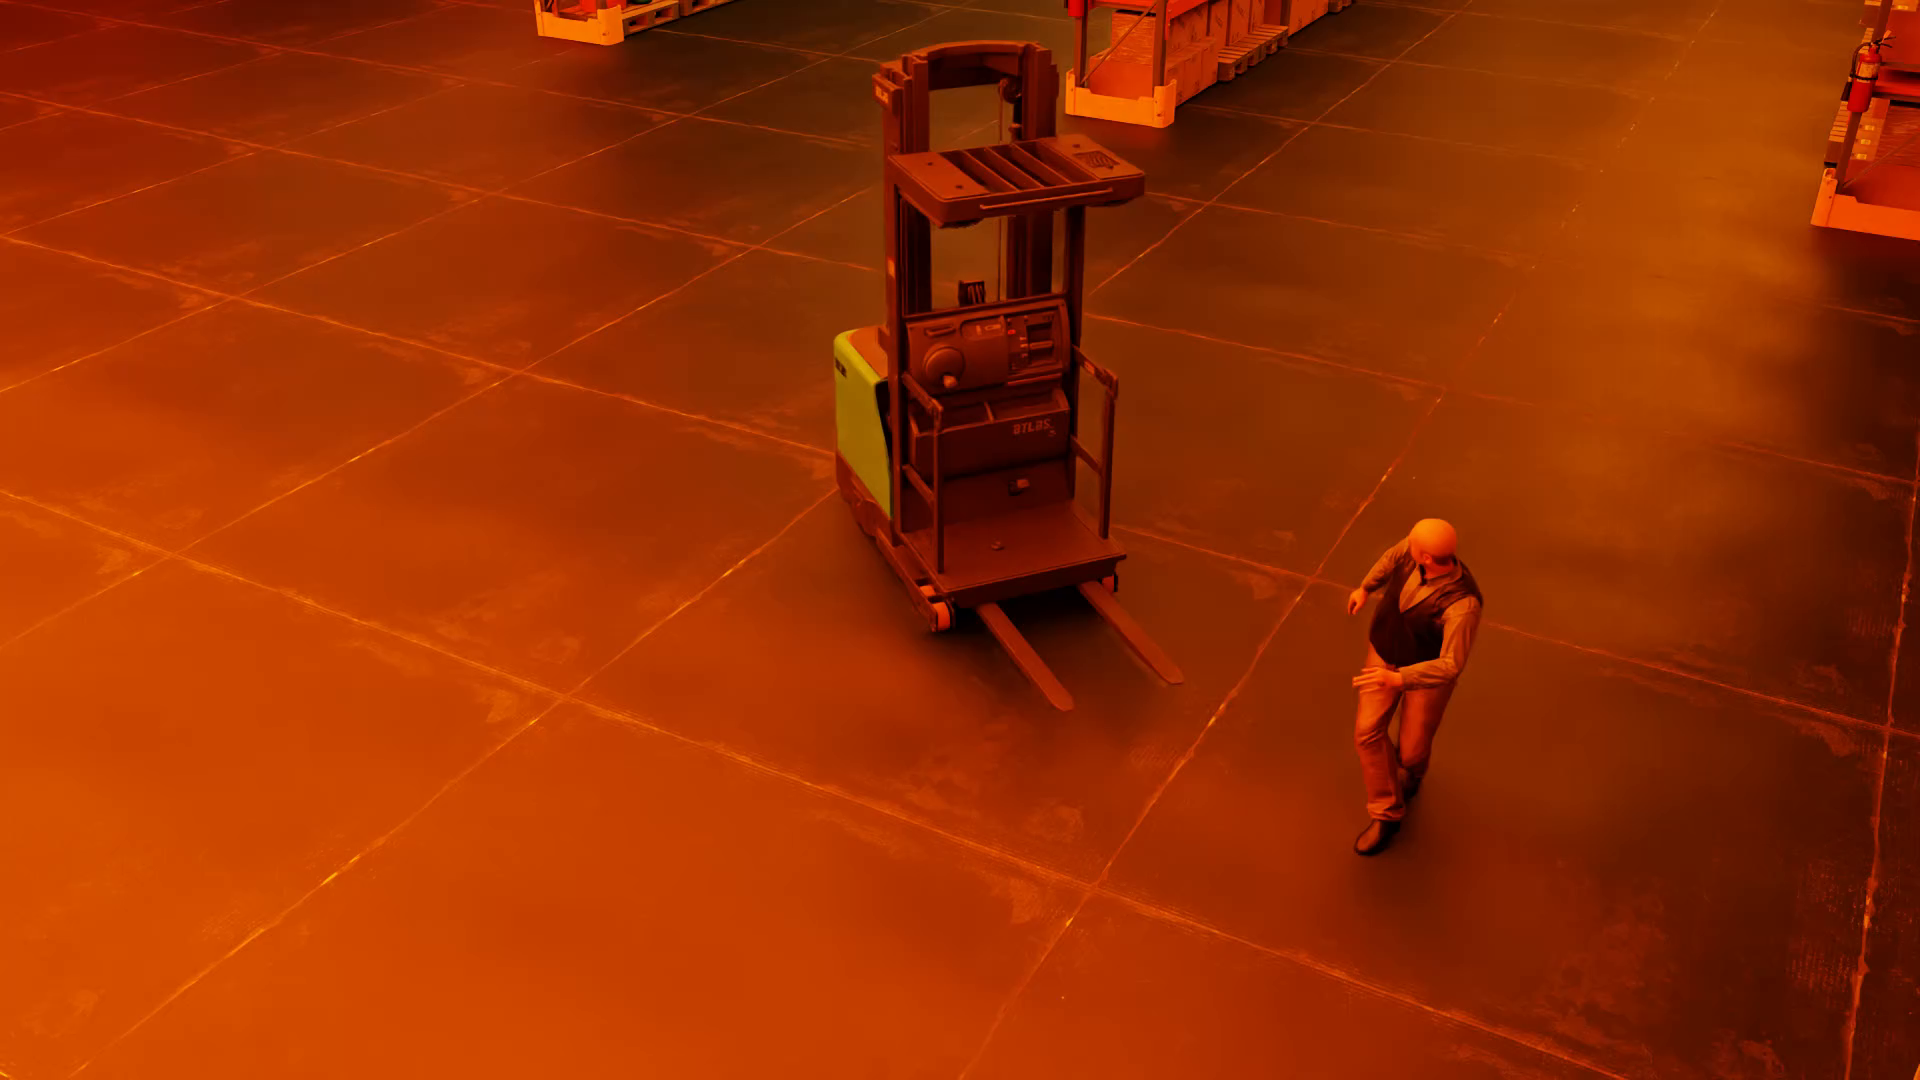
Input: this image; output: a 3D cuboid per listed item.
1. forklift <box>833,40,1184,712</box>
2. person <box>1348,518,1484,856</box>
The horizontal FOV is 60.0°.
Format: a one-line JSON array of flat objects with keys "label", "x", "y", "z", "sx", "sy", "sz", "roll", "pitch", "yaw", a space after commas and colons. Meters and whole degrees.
[{"label": "forklift", "x": 0.243, "y": -1.004, "z": 8.810, "sx": 1.130, "sy": 2.935, "sz": 3.031, "roll": -11, "pitch": 32, "yaw": -19}, {"label": "person", "x": 1.923, "y": 0.559, "z": 7.468, "sx": 0.771, "sy": 1.590, "sz": 0.786, "roll": 26, "pitch": 39, "yaw": 37}]
